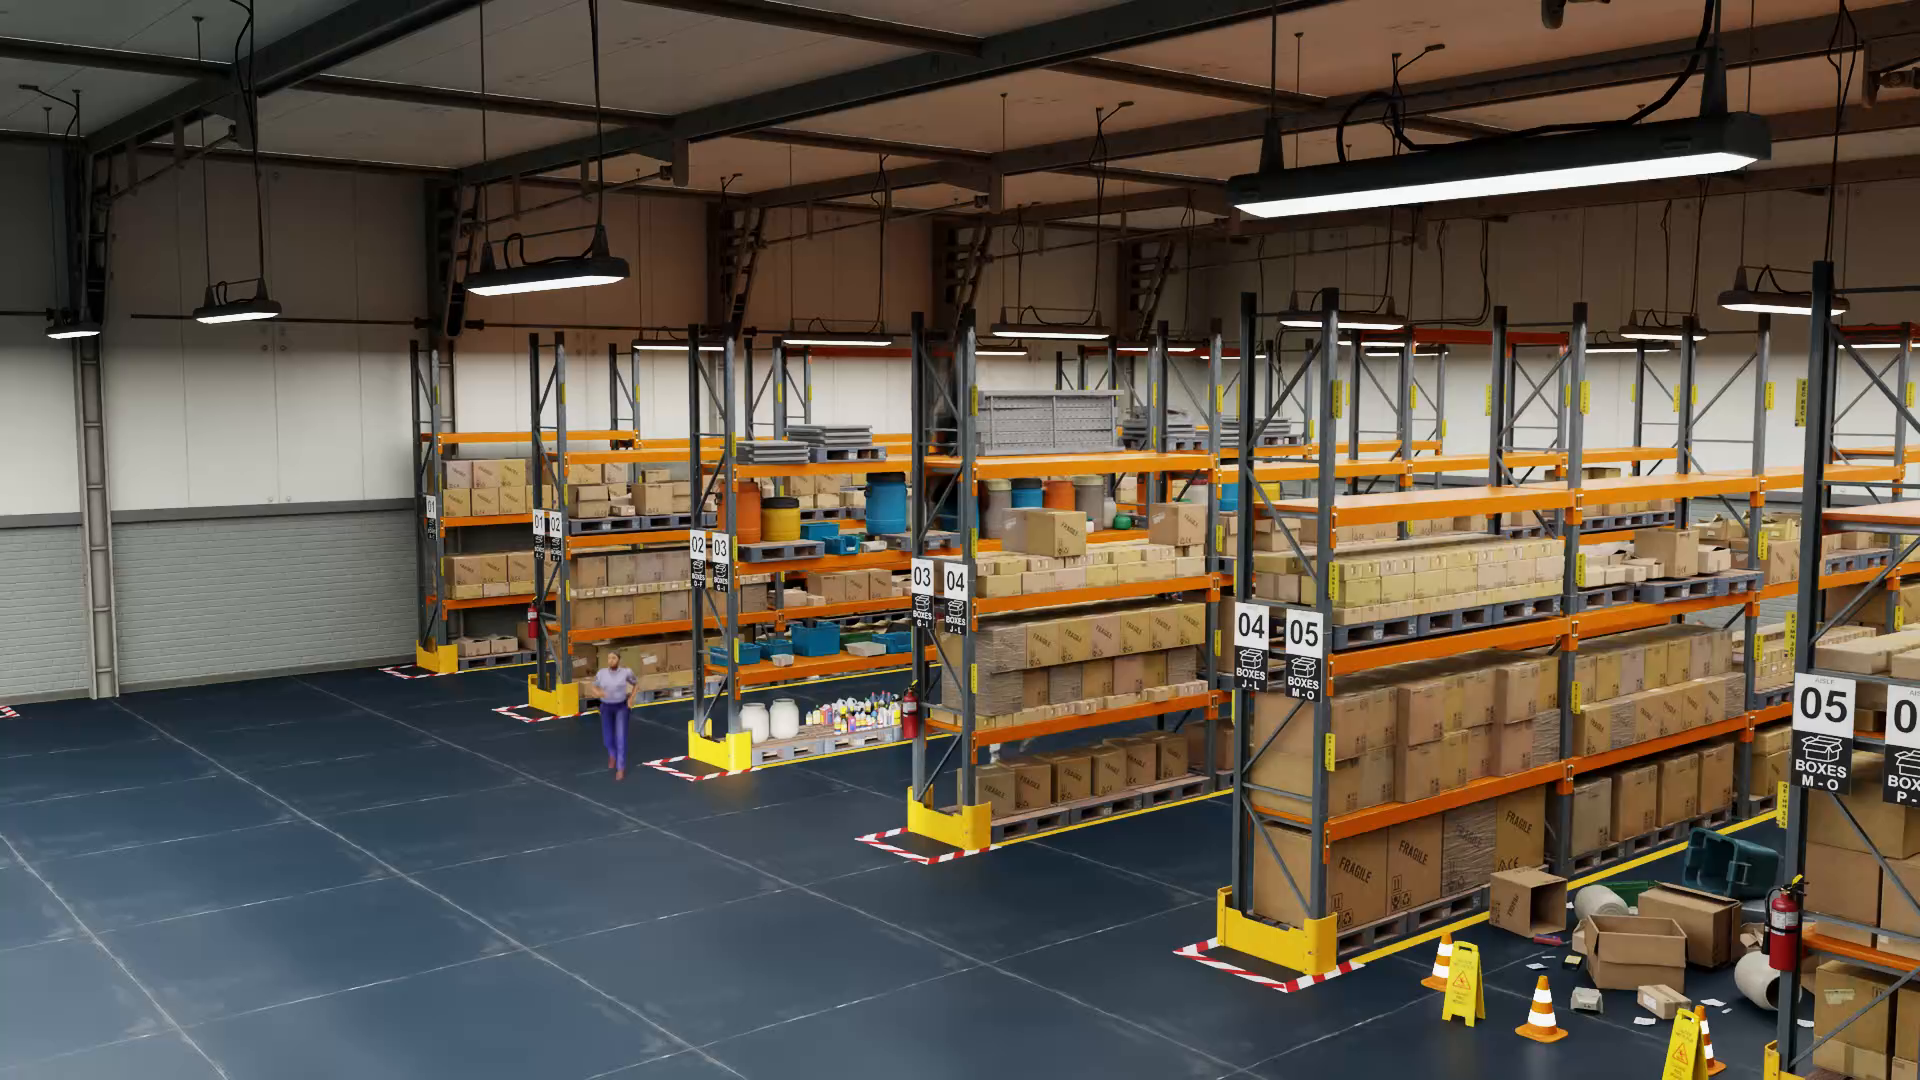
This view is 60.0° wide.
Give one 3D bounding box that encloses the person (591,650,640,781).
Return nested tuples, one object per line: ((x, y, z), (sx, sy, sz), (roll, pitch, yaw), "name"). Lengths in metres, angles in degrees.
((-4.601, 2.305, 22.134), (0.611, 1.695, 0.790), (0, 5, 3), "person")

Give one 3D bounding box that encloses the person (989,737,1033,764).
((0.620, 2.217, 22.496), (0.845, 1.772, 0.655), (-5, 7, -44), "person")

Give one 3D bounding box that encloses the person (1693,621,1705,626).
((10.960, 2.035, 24.735), (0.674, 1.682, 0.782), (5, 7, 43), "person")
